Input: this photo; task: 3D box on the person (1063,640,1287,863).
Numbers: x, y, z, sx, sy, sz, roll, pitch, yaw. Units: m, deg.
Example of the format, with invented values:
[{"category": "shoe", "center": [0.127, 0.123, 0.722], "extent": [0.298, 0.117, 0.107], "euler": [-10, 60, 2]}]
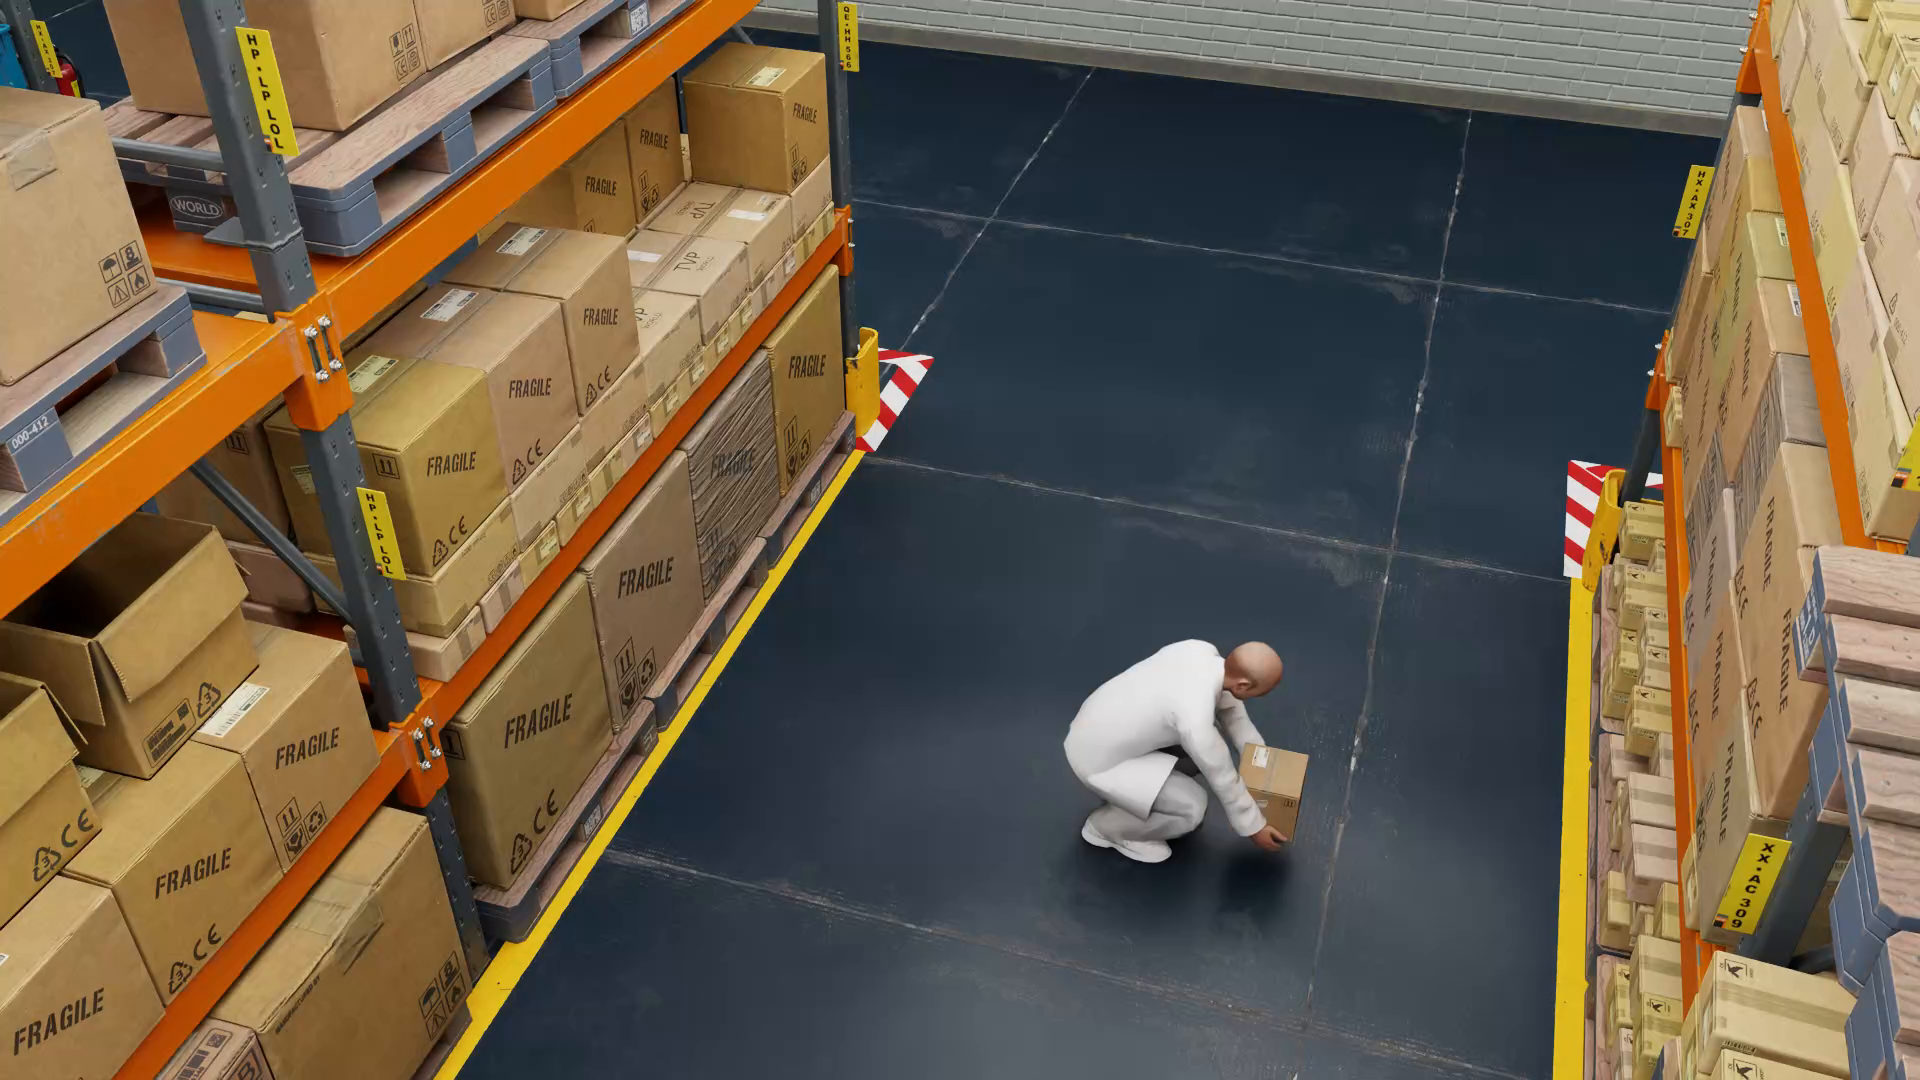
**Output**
[{"category": "person", "center": [0.871, 0.791, 6.496], "extent": [0.923, 1.003, 0.584], "euler": [10, 38, 13]}]
